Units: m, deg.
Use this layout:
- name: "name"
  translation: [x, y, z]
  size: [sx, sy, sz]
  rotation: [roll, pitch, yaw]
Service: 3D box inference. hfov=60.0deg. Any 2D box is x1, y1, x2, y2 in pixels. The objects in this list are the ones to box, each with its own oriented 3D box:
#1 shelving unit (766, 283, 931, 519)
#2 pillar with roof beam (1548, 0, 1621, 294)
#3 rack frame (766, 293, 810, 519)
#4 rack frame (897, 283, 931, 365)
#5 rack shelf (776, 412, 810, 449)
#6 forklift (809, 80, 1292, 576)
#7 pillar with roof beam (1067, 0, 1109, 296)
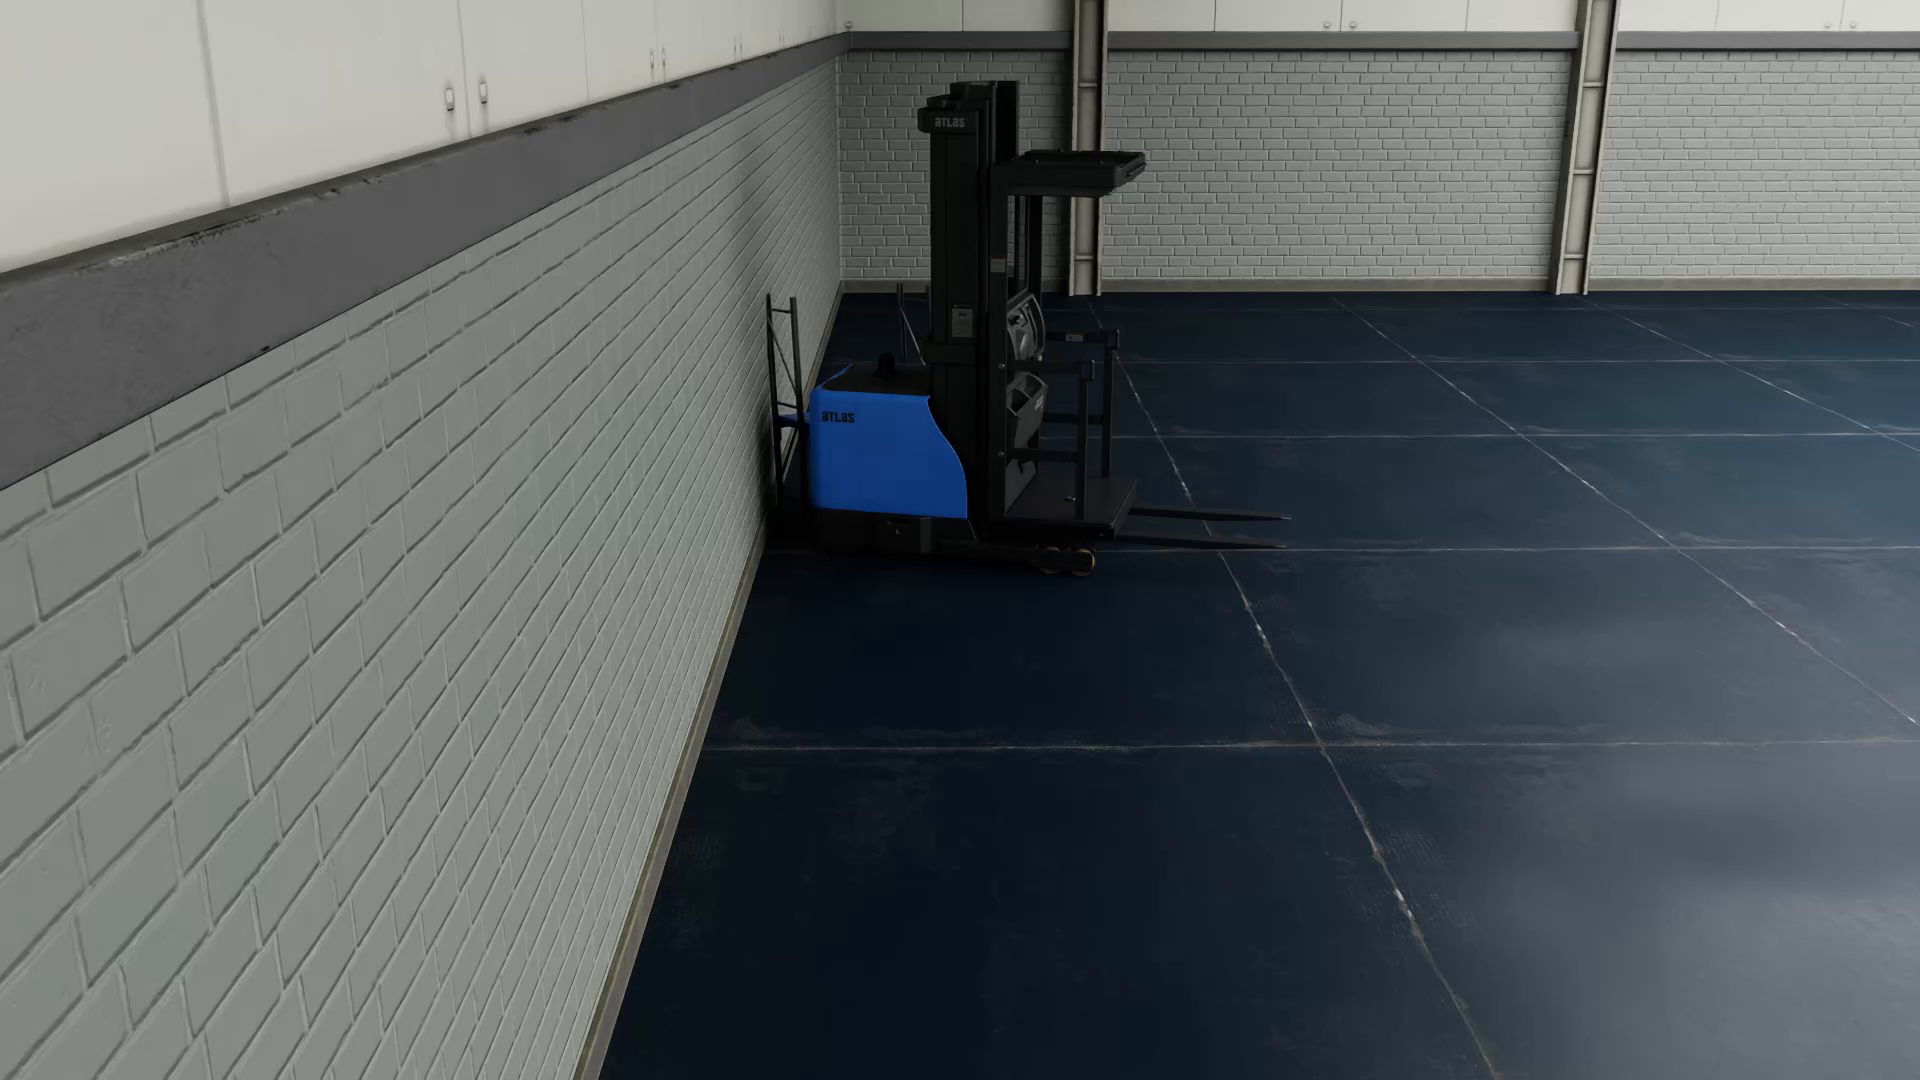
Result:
- name: "shelving unit"
  translation: [-0.738, -0.992, 11.619]
  size: [1.048, 1.500, 0.538]
  rotation: [-9, 14, -27]
- name: "pillar with roof beam"
  translation: [7.594, -6.040, 15.146]
  size: [0.400, 9.000, 9.100]
  rotation: [0, 18, -1]
- name: "rack frame"
  translation: [-1.185, -0.921, 11.387]
  size: [0.032, 1.500, 0.500]
  rotation: [-9, 14, -27]
- name: "rack frame"
  translation: [-0.292, -1.064, 11.851]
  size: [0.032, 1.500, 0.500]
  rotation: [-9, 14, -27]
- name: "rack shelf"
  translation: [-0.731, -0.817, 11.659]
  size: [1.000, 0.185, 0.538]
  rotation: [-9, 14, -27]
- name: "forklift"
  translation: [0.604, -1.350, 10.458]
  size: [3.031, 2.935, 1.130]
  rotation: [4, 18, 13]
- name: "pillar with roof beam"
  translation: [1.595, -6.012, 15.055]
  size: [0.400, 9.000, 9.100]
  rotation: [0, 18, -1]
